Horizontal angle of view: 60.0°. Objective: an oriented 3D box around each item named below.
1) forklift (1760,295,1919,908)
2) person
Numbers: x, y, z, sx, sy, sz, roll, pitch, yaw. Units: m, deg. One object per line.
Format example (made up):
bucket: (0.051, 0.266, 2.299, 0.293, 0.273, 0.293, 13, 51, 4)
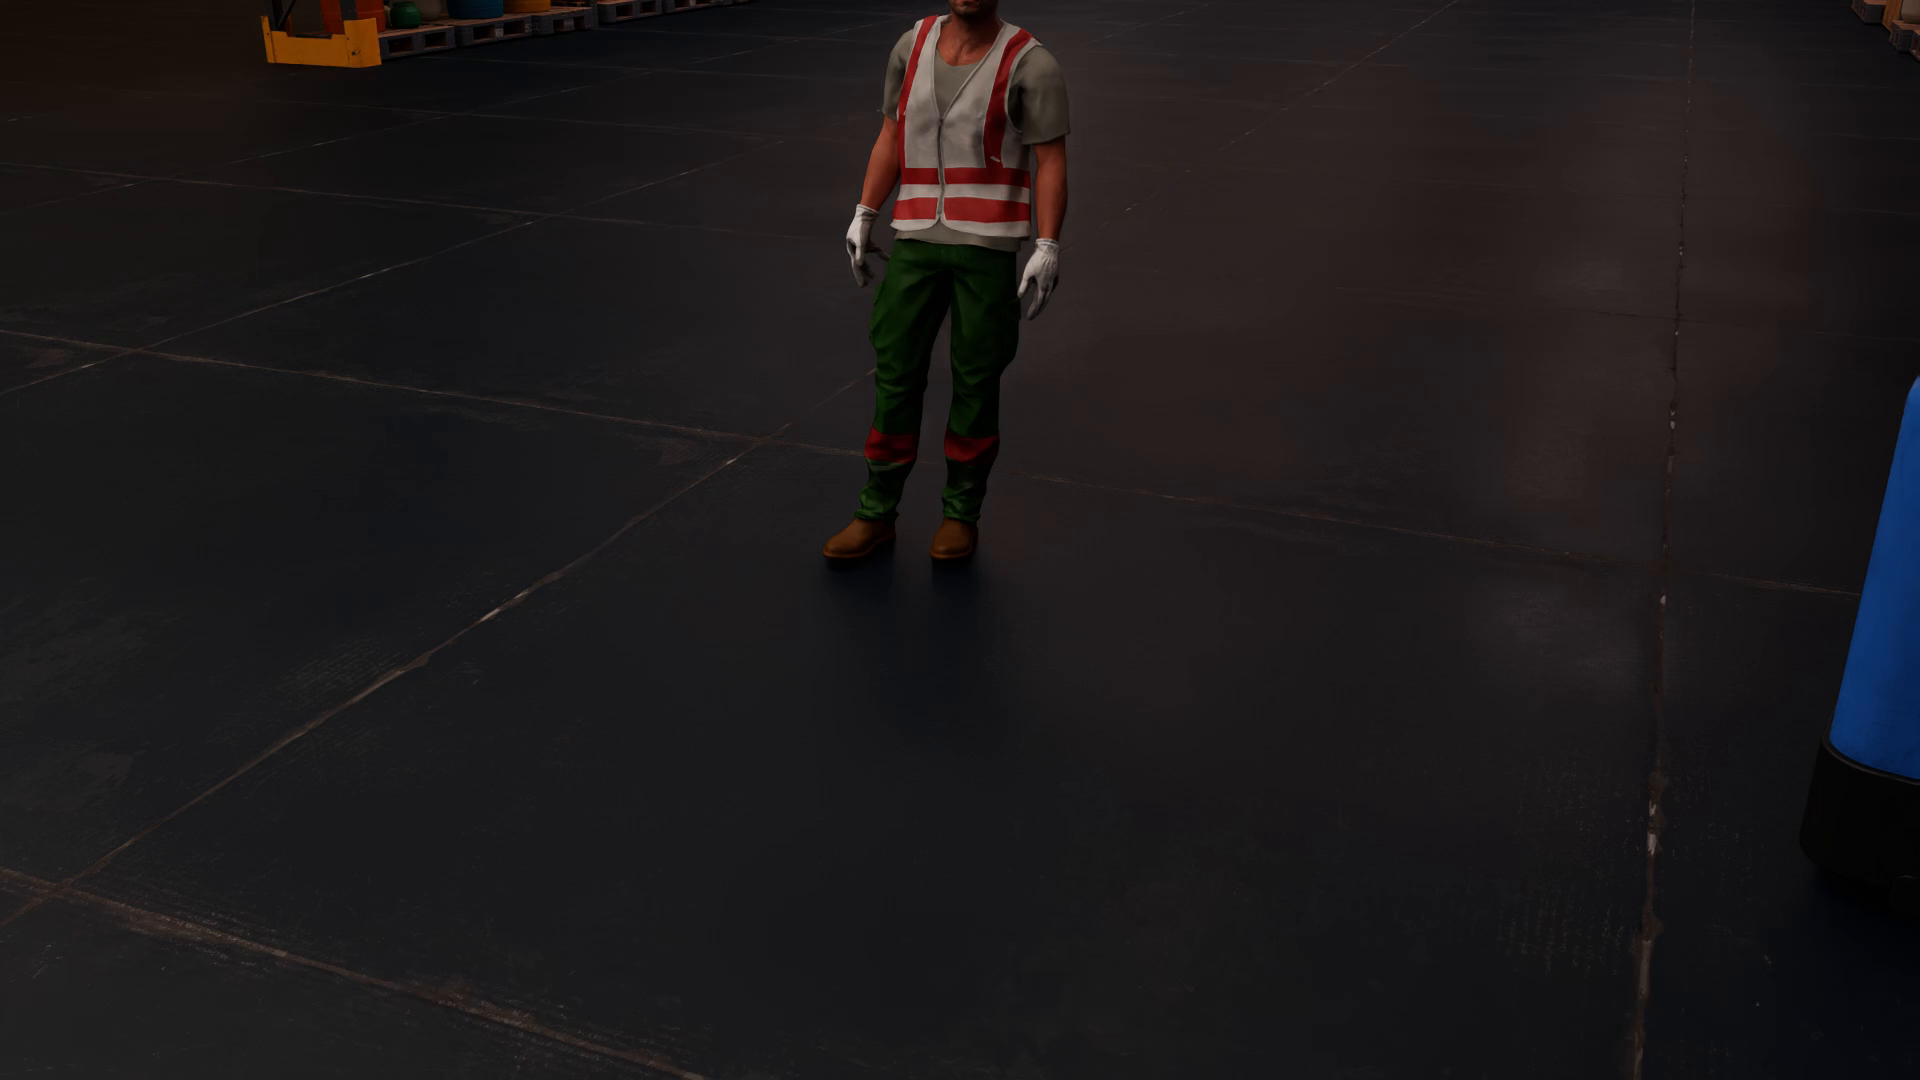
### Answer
forklift: (3.160, -0.491, 2.468, 3.031, 2.935, 1.130, 15, 27, 31)
person: (-0.042, -0.805, 4.680, 0.637, 1.790, 0.562, 9, 24, 21)
